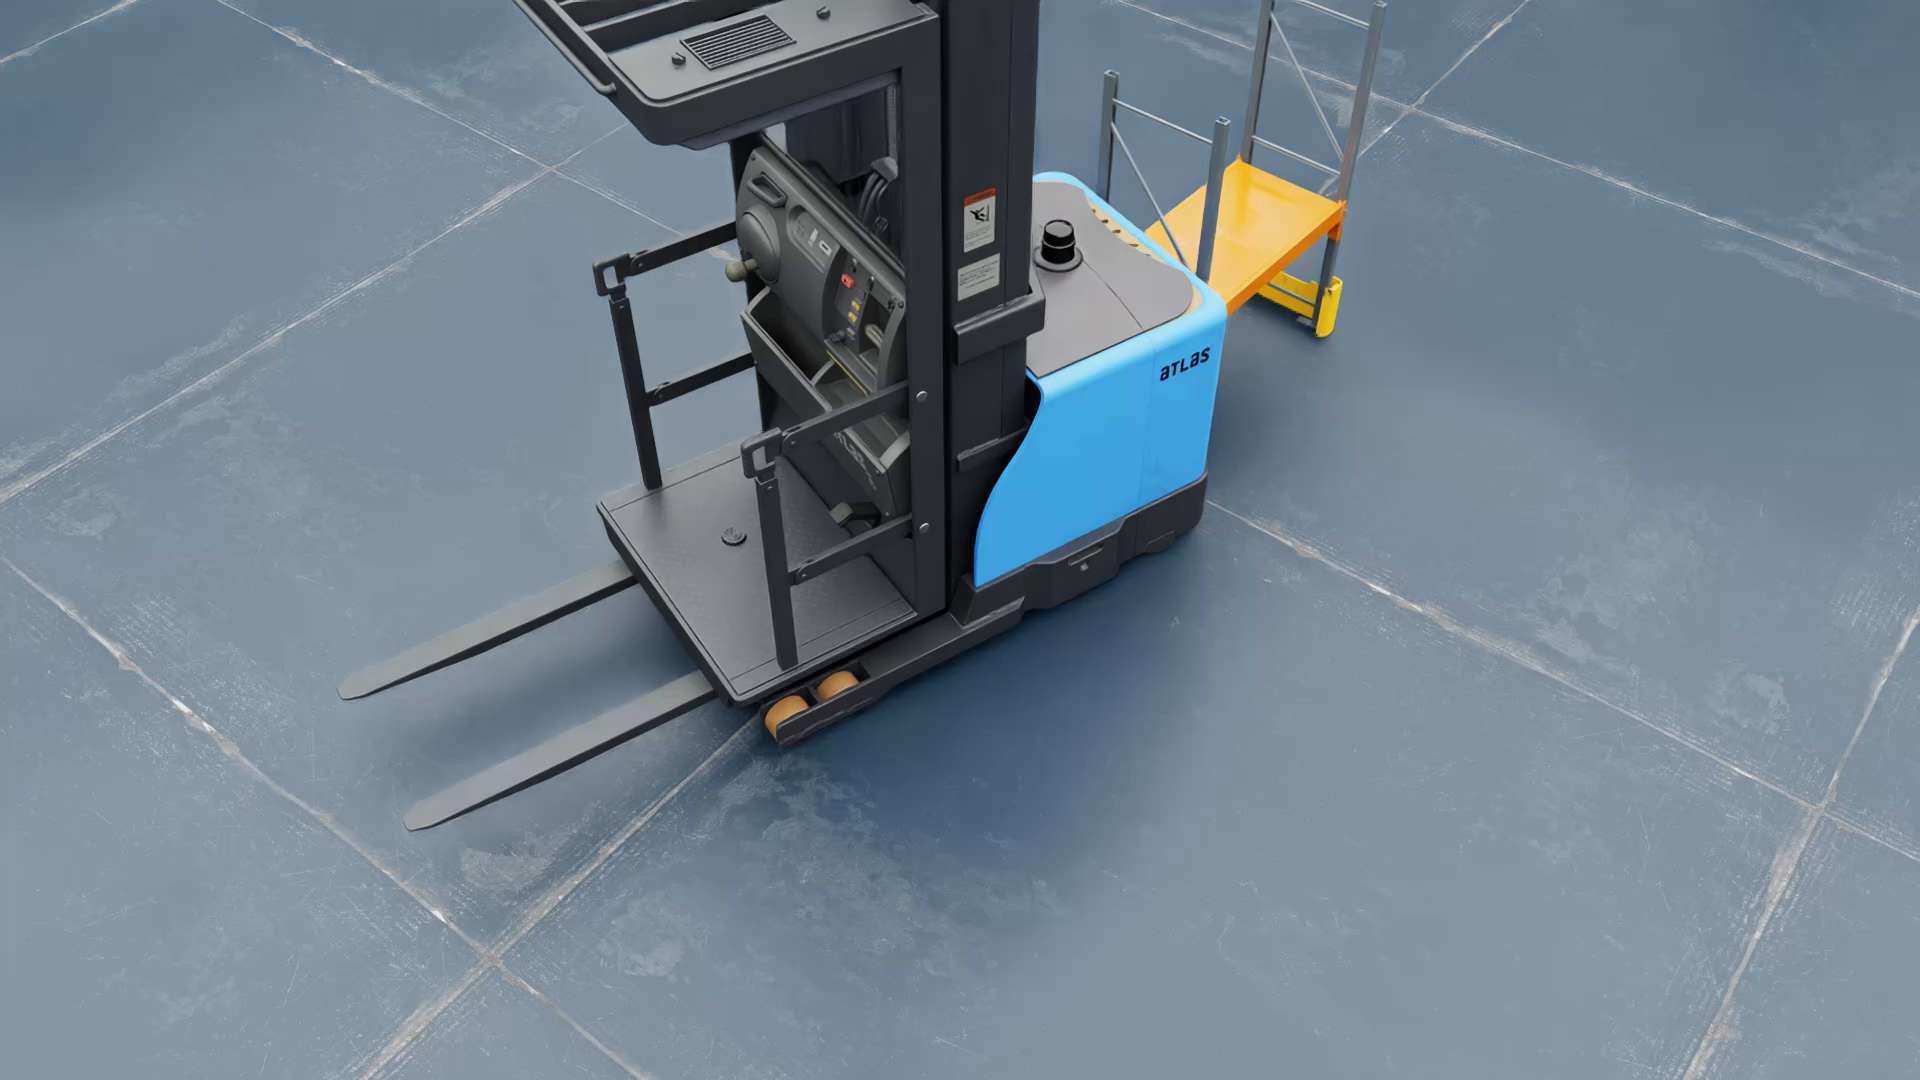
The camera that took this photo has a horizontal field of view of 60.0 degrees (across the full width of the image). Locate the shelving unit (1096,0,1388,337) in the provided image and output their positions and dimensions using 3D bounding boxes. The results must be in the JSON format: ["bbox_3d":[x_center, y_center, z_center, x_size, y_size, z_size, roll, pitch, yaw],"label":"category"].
[{"bbox_3d":[1.030,-1.261,6.418,0.587,1.500,1.083,31,54,27],"label":"shelving unit"}]

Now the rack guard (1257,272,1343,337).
[{"bbox_3d":[1.352,-1.104,7.132,0.587,0.250,0.087,31,54,27],"label":"rack guard"}]

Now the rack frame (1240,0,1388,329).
[{"bbox_3d":[1.353,-1.537,6.681,0.500,1.500,0.032,31,54,27],"label":"rack frame"}]

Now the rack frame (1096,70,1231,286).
[{"bbox_3d":[0.696,-0.976,6.145,0.500,1.500,0.032,31,54,27],"label":"rack frame"}]

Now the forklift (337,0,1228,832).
[{"bbox_3d":[-0.604,-0.766,4.955,3.031,2.935,1.130,-25,51,-22],"label":"forklift"}]

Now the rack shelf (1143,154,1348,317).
[{"bbox_3d":[1.024,-1.132,6.543,0.538,0.185,1.000,31,54,27],"label":"rack shelf"}]
